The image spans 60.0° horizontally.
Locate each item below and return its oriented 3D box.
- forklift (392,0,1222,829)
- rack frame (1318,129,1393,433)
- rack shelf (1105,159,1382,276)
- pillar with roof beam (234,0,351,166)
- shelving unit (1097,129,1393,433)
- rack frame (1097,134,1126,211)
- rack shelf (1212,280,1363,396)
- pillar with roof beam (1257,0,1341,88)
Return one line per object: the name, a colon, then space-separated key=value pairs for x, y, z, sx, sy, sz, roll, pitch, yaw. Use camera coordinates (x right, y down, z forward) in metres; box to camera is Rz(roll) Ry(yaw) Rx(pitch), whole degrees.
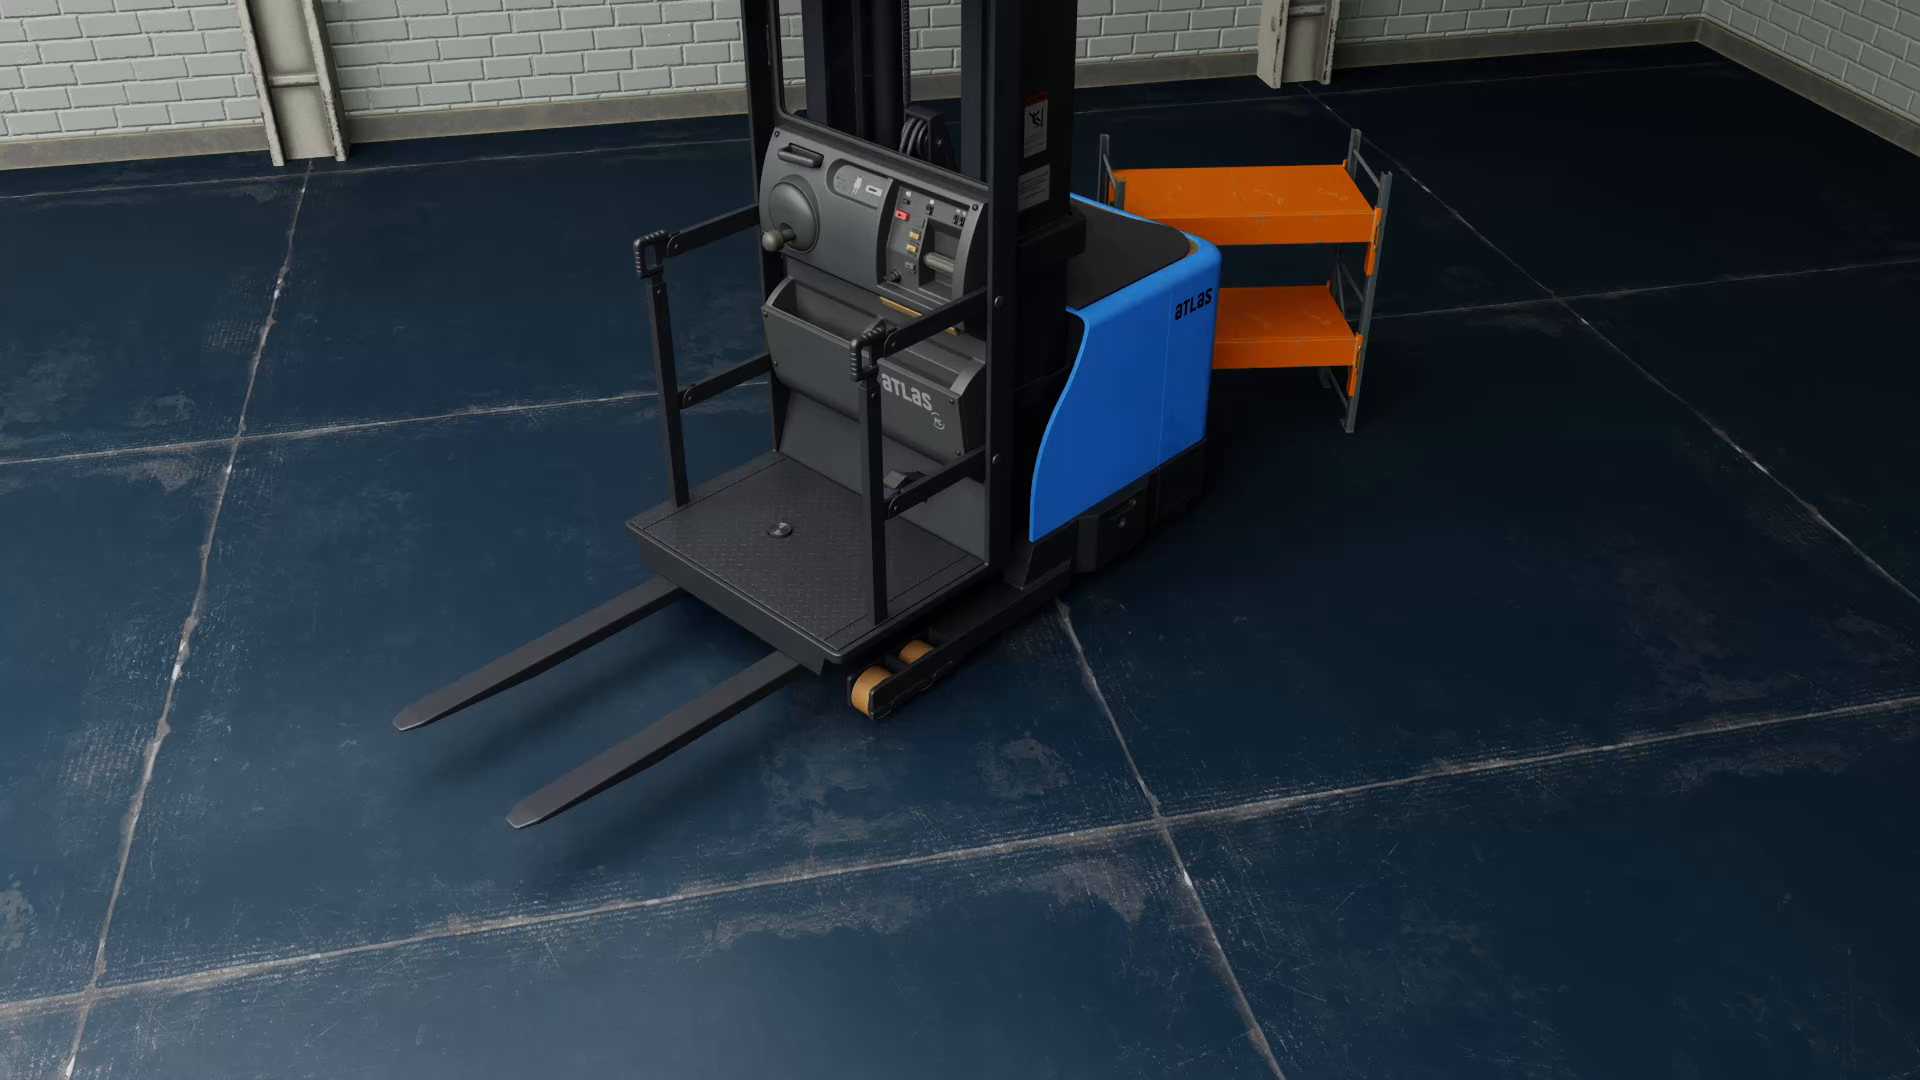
forklift: x=-0.435 y=-0.963 z=5.055 sx=1.130 sy=2.935 sz=3.031 roll=28 pitch=43 yaw=35
rack frame: x=1.606 y=-1.051 z=6.806 sx=0.032 sy=1.125 sz=0.500 roll=-2 pitch=34 yaw=-3
rack shelf: x=1.099 y=-1.277 z=6.618 sx=1.000 sy=0.278 sz=0.538 roll=-2 pitch=34 yaw=-3
pillar with roof beam: x=-2.770 y=-3.619 z=3.567 sx=0.400 sy=9.000 sz=9.100 roll=-7 pitch=35 yaw=-11
shelving unit: x=1.099 y=-1.034 z=6.781 sx=1.048 sy=1.125 sz=0.538 roll=-2 pitch=34 yaw=-3
rack frame: x=0.591 y=-1.017 z=6.756 sx=0.032 sy=1.125 sz=0.500 roll=-2 pitch=34 yaw=-3
rack shelf: x=1.099 y=-0.831 z=6.917 sx=1.000 sy=0.278 sz=0.538 roll=-2 pitch=34 yaw=-3
pillar with roof beam: x=3.082 y=-4.356 z=4.666 sx=0.400 sy=9.000 sz=9.100 roll=-7 pitch=35 yaw=-11
